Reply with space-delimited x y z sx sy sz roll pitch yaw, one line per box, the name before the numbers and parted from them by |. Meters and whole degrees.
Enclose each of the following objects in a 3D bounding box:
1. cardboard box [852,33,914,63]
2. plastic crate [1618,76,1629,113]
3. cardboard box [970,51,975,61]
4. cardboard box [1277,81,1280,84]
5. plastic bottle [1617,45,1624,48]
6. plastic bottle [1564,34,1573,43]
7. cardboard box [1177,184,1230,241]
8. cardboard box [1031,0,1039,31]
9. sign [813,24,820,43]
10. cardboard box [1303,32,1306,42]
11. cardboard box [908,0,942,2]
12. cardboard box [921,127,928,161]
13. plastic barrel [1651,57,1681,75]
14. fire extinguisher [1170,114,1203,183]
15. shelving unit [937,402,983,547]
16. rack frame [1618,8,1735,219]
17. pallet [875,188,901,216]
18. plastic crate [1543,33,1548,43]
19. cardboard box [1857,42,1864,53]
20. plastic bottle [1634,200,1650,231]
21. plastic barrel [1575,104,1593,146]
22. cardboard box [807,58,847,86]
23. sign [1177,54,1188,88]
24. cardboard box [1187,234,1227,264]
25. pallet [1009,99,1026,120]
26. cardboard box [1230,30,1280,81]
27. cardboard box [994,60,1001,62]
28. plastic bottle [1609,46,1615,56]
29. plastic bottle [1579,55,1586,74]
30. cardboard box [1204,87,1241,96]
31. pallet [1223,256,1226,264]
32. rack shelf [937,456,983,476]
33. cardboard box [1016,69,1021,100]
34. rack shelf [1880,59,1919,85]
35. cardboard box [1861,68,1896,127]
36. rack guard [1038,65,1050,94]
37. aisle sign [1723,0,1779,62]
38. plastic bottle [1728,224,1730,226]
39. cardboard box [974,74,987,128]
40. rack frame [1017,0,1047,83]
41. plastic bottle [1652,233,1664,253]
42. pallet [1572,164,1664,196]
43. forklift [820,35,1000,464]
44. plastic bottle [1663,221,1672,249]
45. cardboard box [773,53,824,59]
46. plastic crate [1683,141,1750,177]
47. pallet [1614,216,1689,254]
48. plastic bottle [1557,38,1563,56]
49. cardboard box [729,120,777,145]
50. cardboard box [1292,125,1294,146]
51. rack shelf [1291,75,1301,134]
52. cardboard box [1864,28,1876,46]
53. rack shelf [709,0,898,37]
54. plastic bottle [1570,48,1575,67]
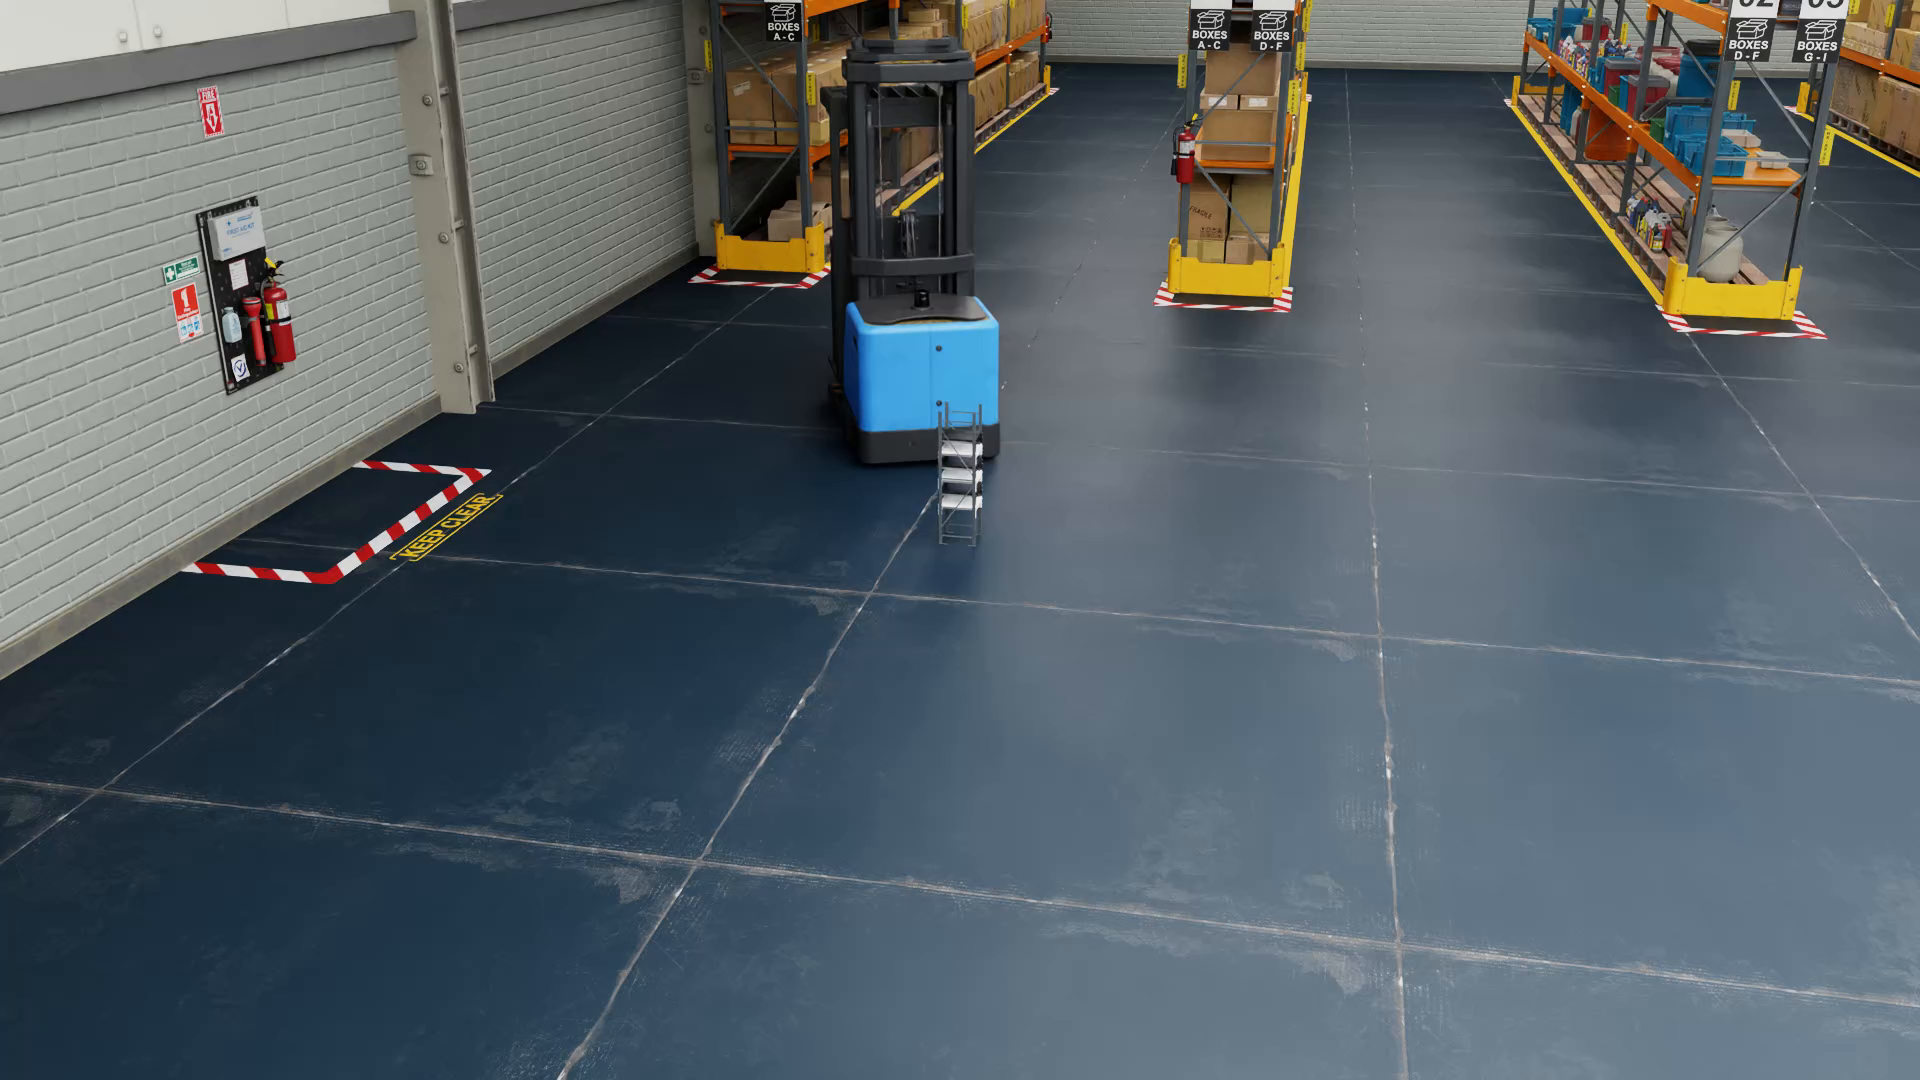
cardboard box | -1.022 -6.461 22.158 0.700 0.500 0.500 7 23 16
plastic crate | 8.339 -5.487 20.485 0.392 0.384 0.575 4 22 11
cardboard box | 0.027 -7.464 25.680 0.380 0.149 0.250 5 23 13
cardboard box | 3.254 -4.836 17.844 0.380 0.149 0.250 4 22 9
plastic bottle | 10.110 -7.449 25.501 0.152 0.276 0.135 4 22 11
plastic bottle | 9.654 -7.852 26.400 0.144 0.351 0.185 4 22 11
cardboard box | 2.572 -3.470 17.569 0.500 0.500 0.500 4 22 11
cardboard box | 0.937 -9.897 31.010 0.980 0.700 0.700 4 22 10
sign | -1.824 -6.401 21.182 0.100 0.325 0.005 4 22 11
cardboard box | 5.574 -8.584 28.020 0.500 0.500 0.500 5 22 12
cardboard box | -0.516 -8.202 25.641 0.500 0.250 0.500 4 22 9
cardboard box | -0.852 -5.700 23.748 0.700 0.500 0.500 4 22 11
plastic barrel | 9.067 -5.891 21.283 0.433 0.535 0.433 0 22 0
fire extinguisher | 2.275 -3.940 16.725 0.296 0.674 0.183 4 22 11
shelving unit | 0.002 -0.420 10.693 0.258 0.900 0.210 4 22 11
rack frame | 8.419 -5.068 19.421 1.000 3.000 0.127 4 22 11
pallet | -1.382 -4.281 21.201 1.003 0.211 1.213 4 22 11
plastic crate | 10.112 -8.559 28.362 0.293 0.136 0.466 4 22 11
cardboard box | 14.851 -8.012 27.069 0.380 0.149 0.250 5 22 12
plastic bottle | 7.809 -3.710 19.008 0.144 0.351 0.185 4 22 9
plastic barrel | 9.549 -6.200 24.899 0.600 0.588 0.708 4 22 11
cardboard box | -1.482 -5.168 18.840 0.500 0.500 0.500 4 22 9
sign | 2.226 -4.677 16.585 0.100 0.325 0.005 4 22 11
cardboard box | 2.574 -3.122 17.708 0.500 0.250 0.500 4 22 11
pallet | 0.584 -7.727 29.758 1.003 0.211 1.213 4 22 11
cardboard box | 3.077 -5.198 17.875 0.700 0.500 0.500 5 22 11
cardboard box | 0.540 -8.602 30.113 0.380 0.149 0.250 4 22 9
plastic bottle | 9.956 -7.400 25.386 0.097 0.271 0.097 0 22 0
plastic bottle | 9.068 -6.919 24.190 0.097 0.271 0.097 0 22 0
cardboard box | 2.750 -4.675 17.443 0.380 0.149 0.250 4 22 10
pallet | 2.869 -2.973 17.953 1.003 0.211 1.213 4 22 11
rack shelf | 0.002 -0.473 10.672 0.258 0.077 0.200 4 22 11
cardboard box | 0.711 -8.233 30.065 0.700 0.500 0.500 4 22 10
rack shelf | 14.492 -6.551 24.067 1.077 0.370 4.000 4 22 11
cardboard box | 15.113 -7.060 26.651 0.875 0.875 0.875 4 22 11
rack guard | 1.174 -9.061 32.682 1.175 0.500 0.348 4 22 11
aisle sign | 7.297 -4.807 15.294 0.394 0.787 0.004 4 22 11
plastic bottle | 8.348 -3.308 18.115 0.097 0.271 0.097 0 22 0
cardboard box | 0.000 -7.062 26.689 0.750 0.750 0.750 4 22 11
rack frame | 1.169 -10.212 32.194 1.000 3.000 0.127 4 22 11
plastic bottle | 7.548 -3.216 17.980 0.097 0.201 0.097 0 22 0
pallet | 9.039 -4.957 22.879 1.003 0.211 1.213 4 22 11
forklift | -0.476 -2.430 12.965 1.130 2.935 3.031 -4 22 -10
plastic bottle | 7.731 -3.336 18.169 0.061 0.283 0.133 4 22 11
cardboard box | -1.892 -5.393 19.400 0.500 0.500 0.500 5 22 12
plastic crate | 7.412 -3.742 16.328 0.499 0.251 0.616 4 22 11
pallet | 8.241 -3.532 19.340 1.003 0.211 1.213 4 22 11
plastic bottle | 9.559 -7.838 26.456 0.061 0.283 0.133 4 22 11
cardboard box | -2.190 -4.486 18.150 0.500 0.250 0.500 5 22 12
cardboard box | 4.421 -5.688 23.330 0.500 0.311 0.500 4 22 10
rack shelf | 3.979 -5.844 22.313 1.077 0.370 4.000 4 22 11
cardboard box | 14.836 -8.055 26.642 0.500 0.250 0.500 5 23 13
rack shelf | -1.688 -6.149 19.055 1.077 0.370 4.000 4 22 11
plastic bottle | 9.277 -7.294 25.122 0.097 0.271 0.097 0 22 0
